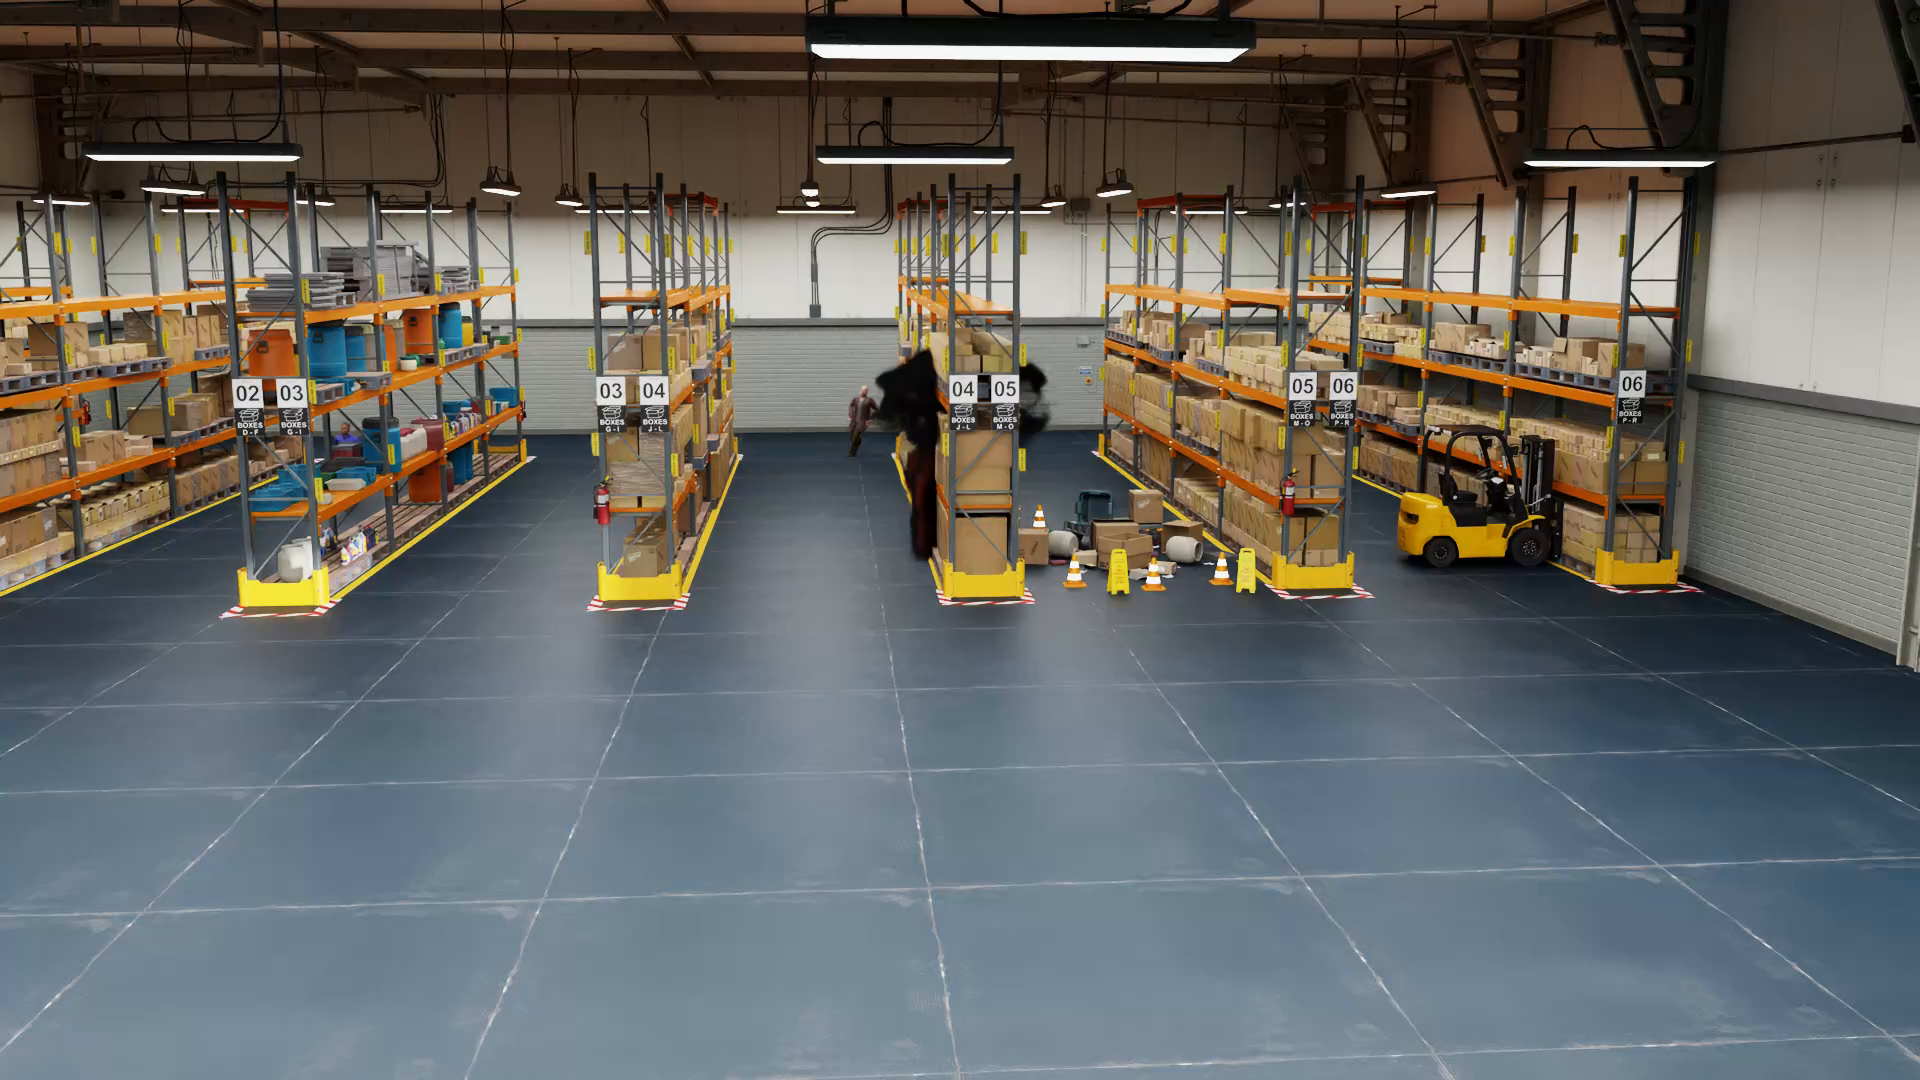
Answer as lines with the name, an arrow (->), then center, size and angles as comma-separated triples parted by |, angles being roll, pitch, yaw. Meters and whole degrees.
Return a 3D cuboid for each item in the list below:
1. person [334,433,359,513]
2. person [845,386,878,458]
person -> -11.737, -1.325, 31.914 | 0.519, 1.479, 0.866 | -2, 10, -12
person -> -2.368, -2.833, 39.819 | 0.760, 1.703, 0.680 | 4, 11, 22
